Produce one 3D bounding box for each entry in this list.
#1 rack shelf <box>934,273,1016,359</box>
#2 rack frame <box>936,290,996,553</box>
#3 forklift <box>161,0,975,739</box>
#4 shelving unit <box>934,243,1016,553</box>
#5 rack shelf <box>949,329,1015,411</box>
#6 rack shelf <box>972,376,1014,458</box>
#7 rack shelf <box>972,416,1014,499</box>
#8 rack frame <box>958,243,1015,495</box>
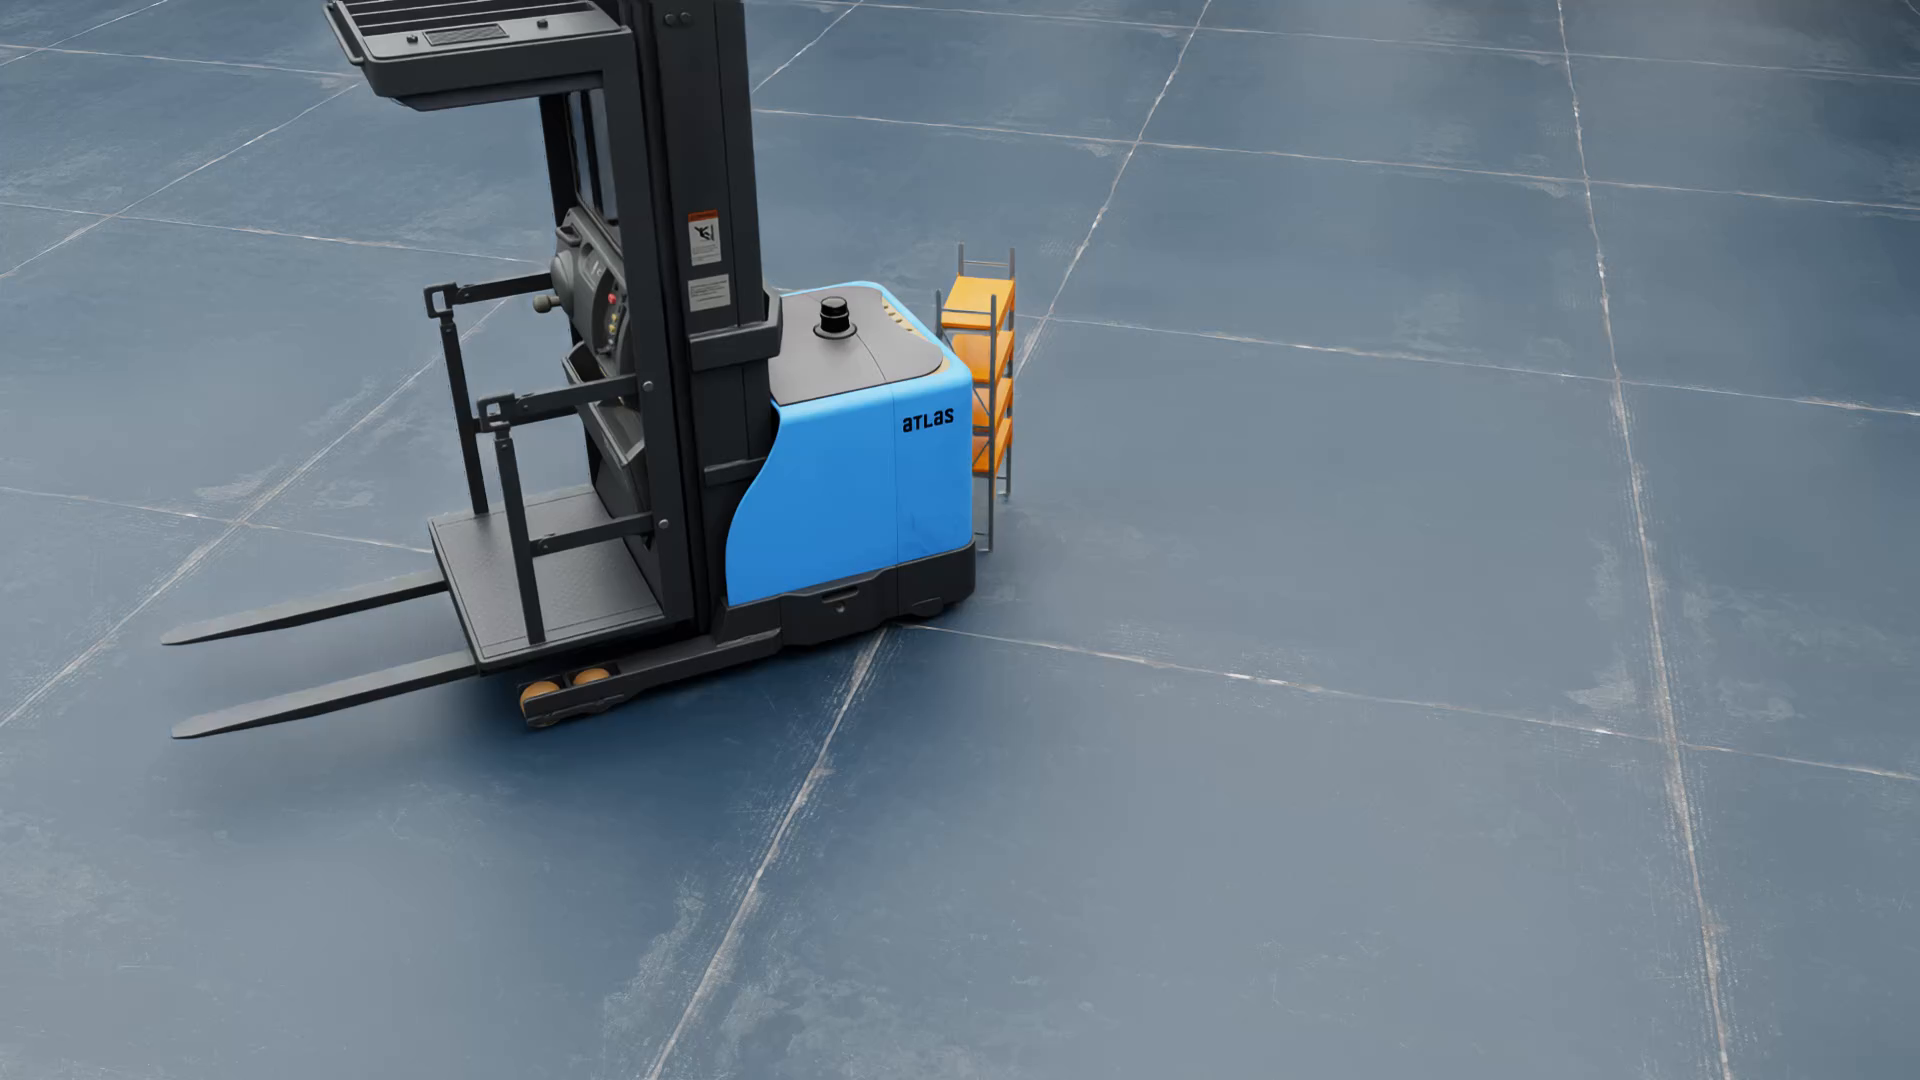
[{"bbox_3d":[0.068,-0.928,6.860,0.258,0.148,0.480,6,33,9],"label":"rack shelf"},{"bbox_3d":[0.024,-0.468,6.868,0.240,1.200,0.015,6,33,9],"label":"rack frame"},{"bbox_3d":[-1.497,-0.868,5.884,3.031,2.935,1.130,-14,35,-21],"label":"forklift"},{"bbox_3d":[0.068,-0.597,7.070,0.258,1.200,0.503,6,33,9],"label":"shelving unit"},{"bbox_3d":[0.068,-0.729,6.986,0.258,0.148,0.480,6,33,9],"label":"rack shelf"},{"bbox_3d":[0.068,-0.540,7.106,0.258,0.148,0.480,6,33,9],"label":"rack shelf"},{"bbox_3d":[0.068,-0.372,7.213,0.258,0.148,0.480,6,33,9],"label":"rack shelf"},{"bbox_3d":[0.112,-0.726,7.273,0.240,1.200,0.015,6,33,9],"label":"rack frame"}]
